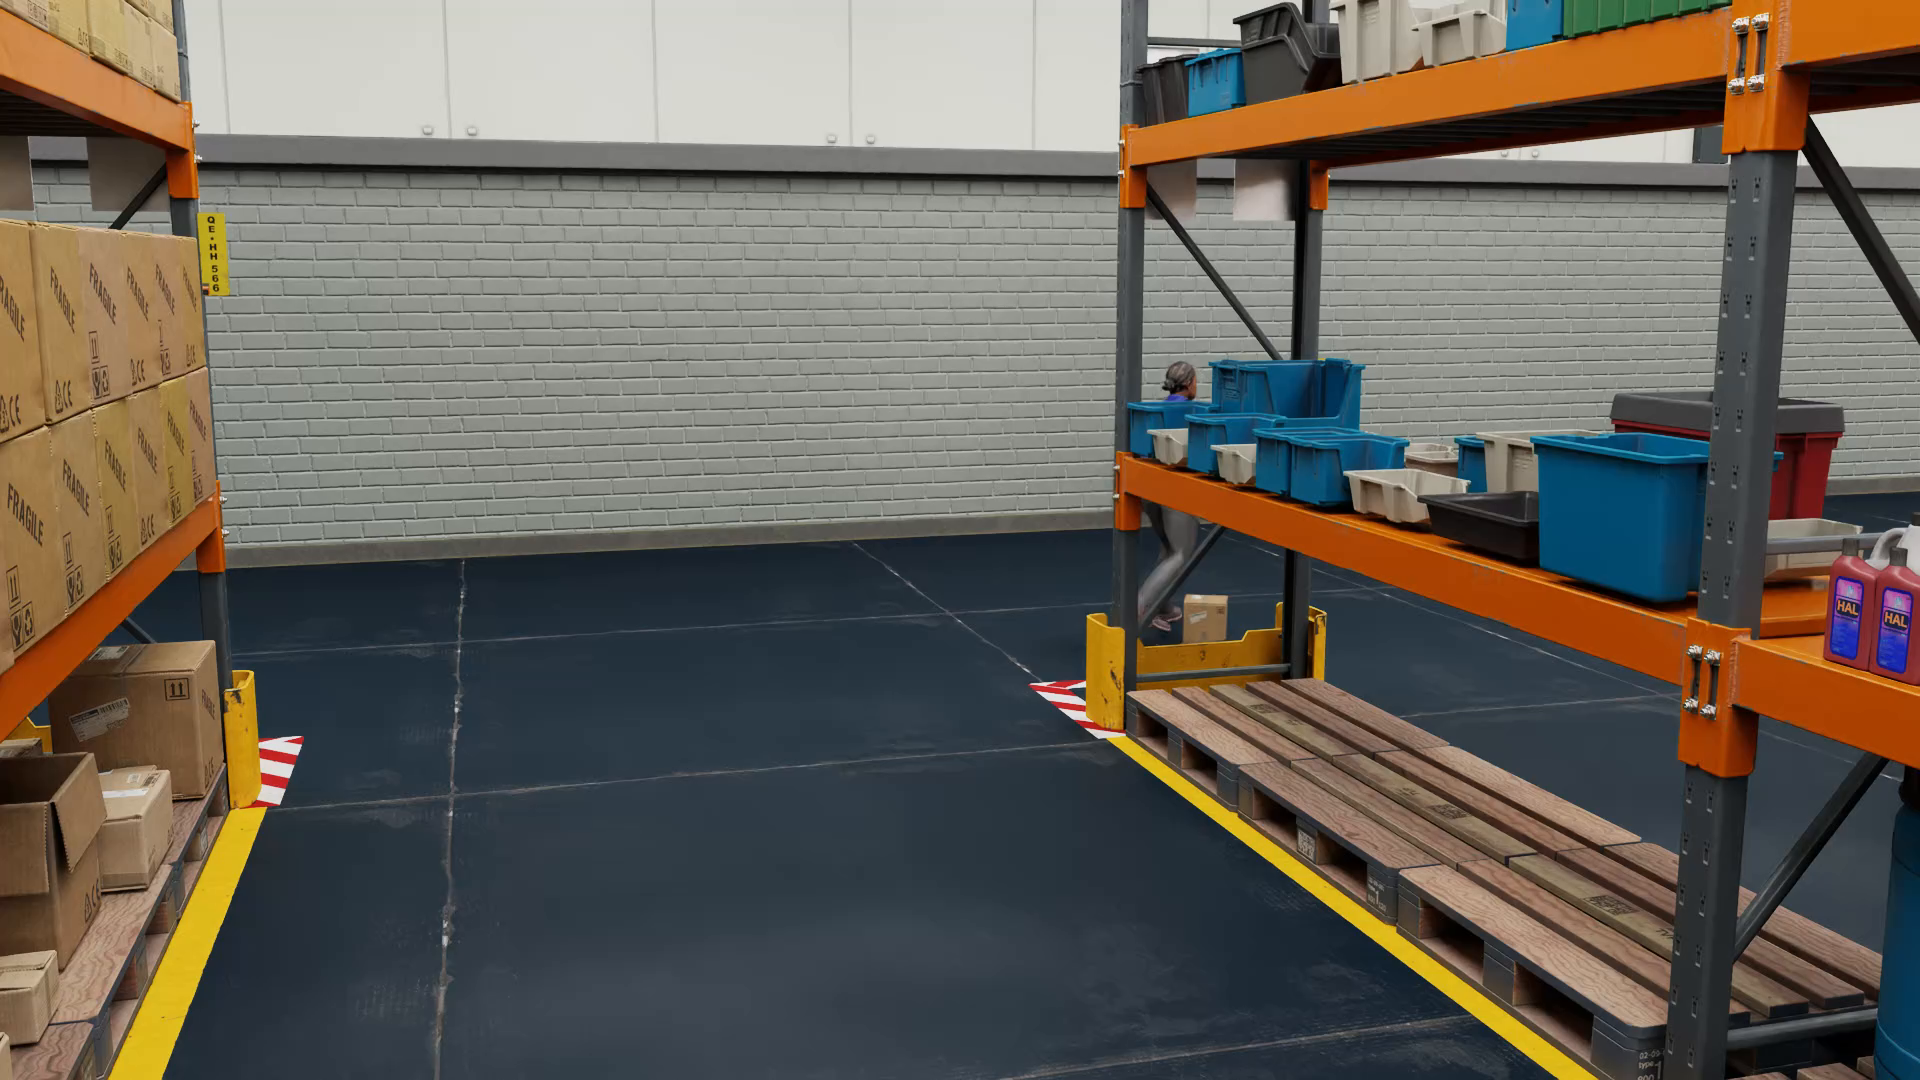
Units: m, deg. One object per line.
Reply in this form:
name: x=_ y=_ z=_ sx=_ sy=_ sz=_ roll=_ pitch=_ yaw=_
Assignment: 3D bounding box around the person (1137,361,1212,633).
person: x=1.194 y=-0.249 z=9.902 sx=0.768 sy=1.607 sz=0.549 roll=-8 pitch=12 yaw=-40
